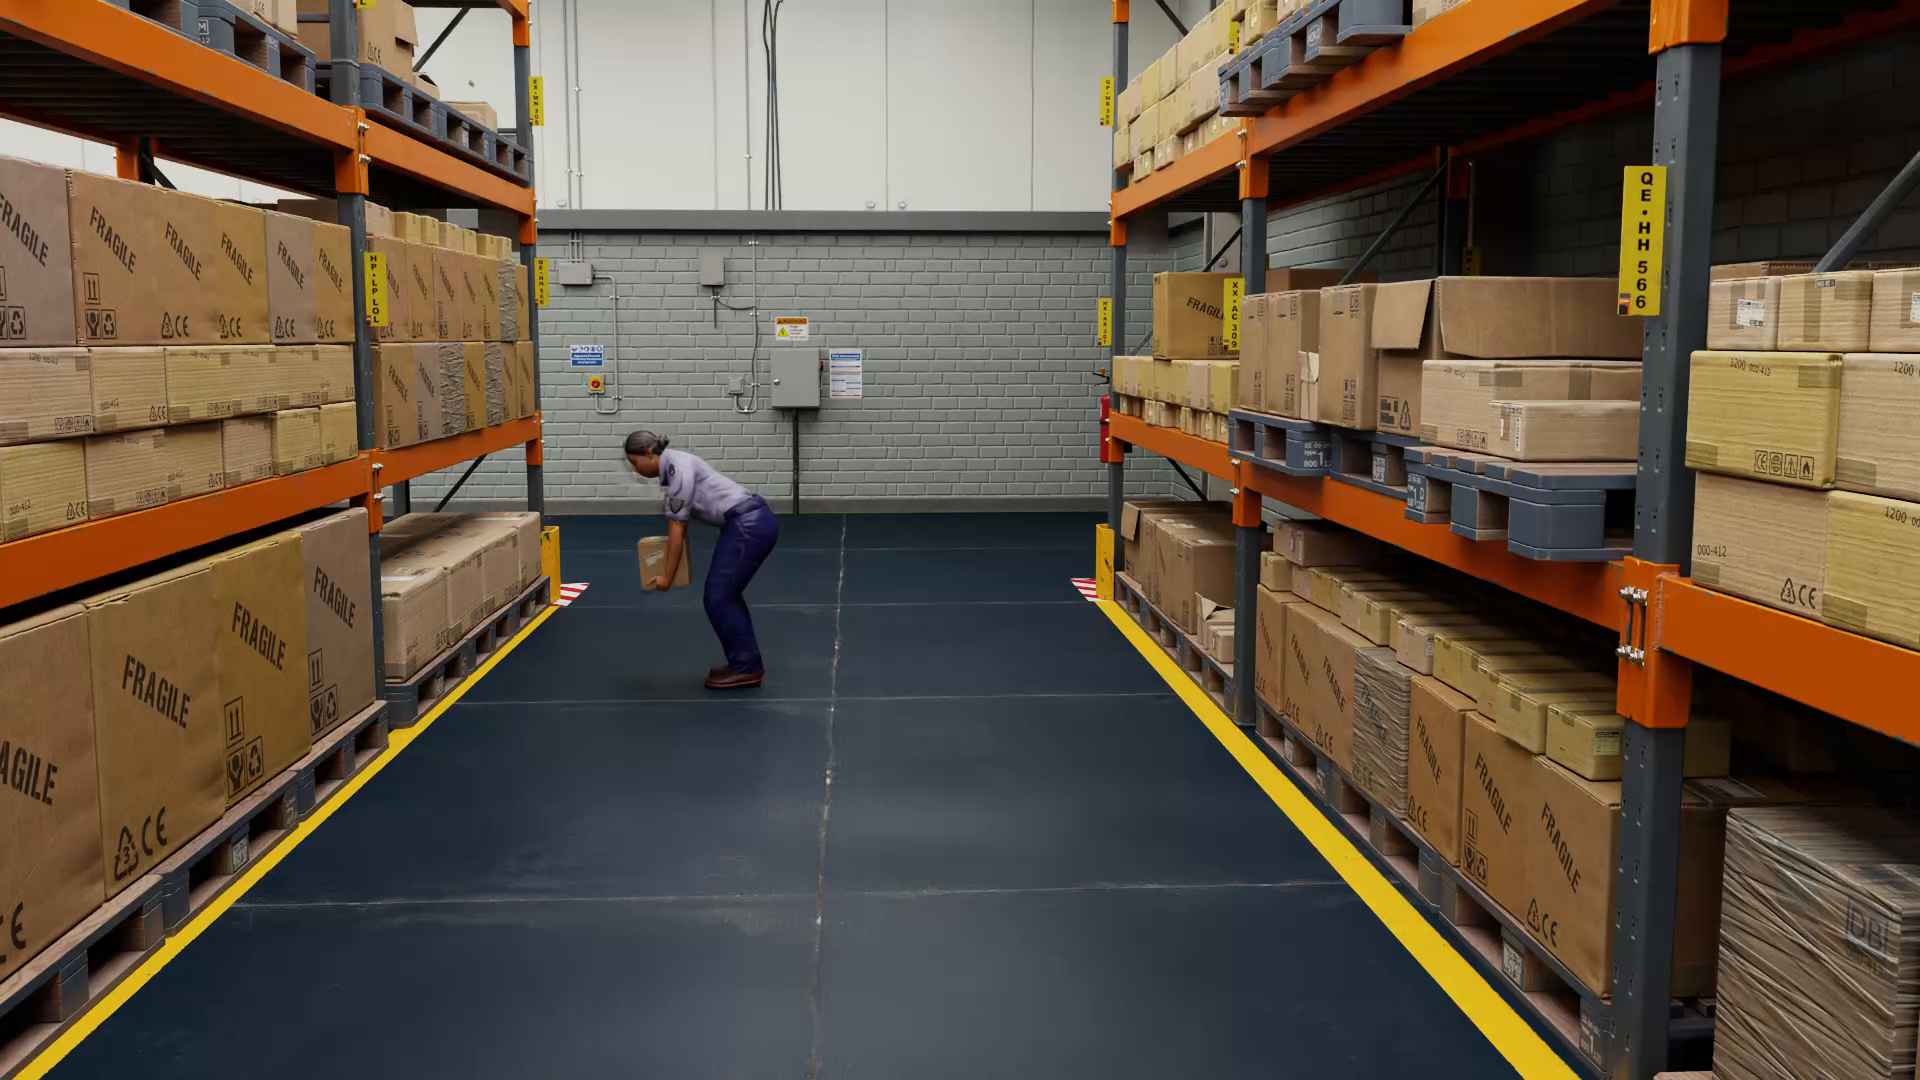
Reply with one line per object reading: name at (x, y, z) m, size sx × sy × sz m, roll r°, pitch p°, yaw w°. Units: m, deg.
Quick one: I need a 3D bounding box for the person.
person at (-1.358, 0.092, 8.807) m, size 0.793 × 1.354 × 0.462 m, roll -1°, pitch 7°, yaw -5°
